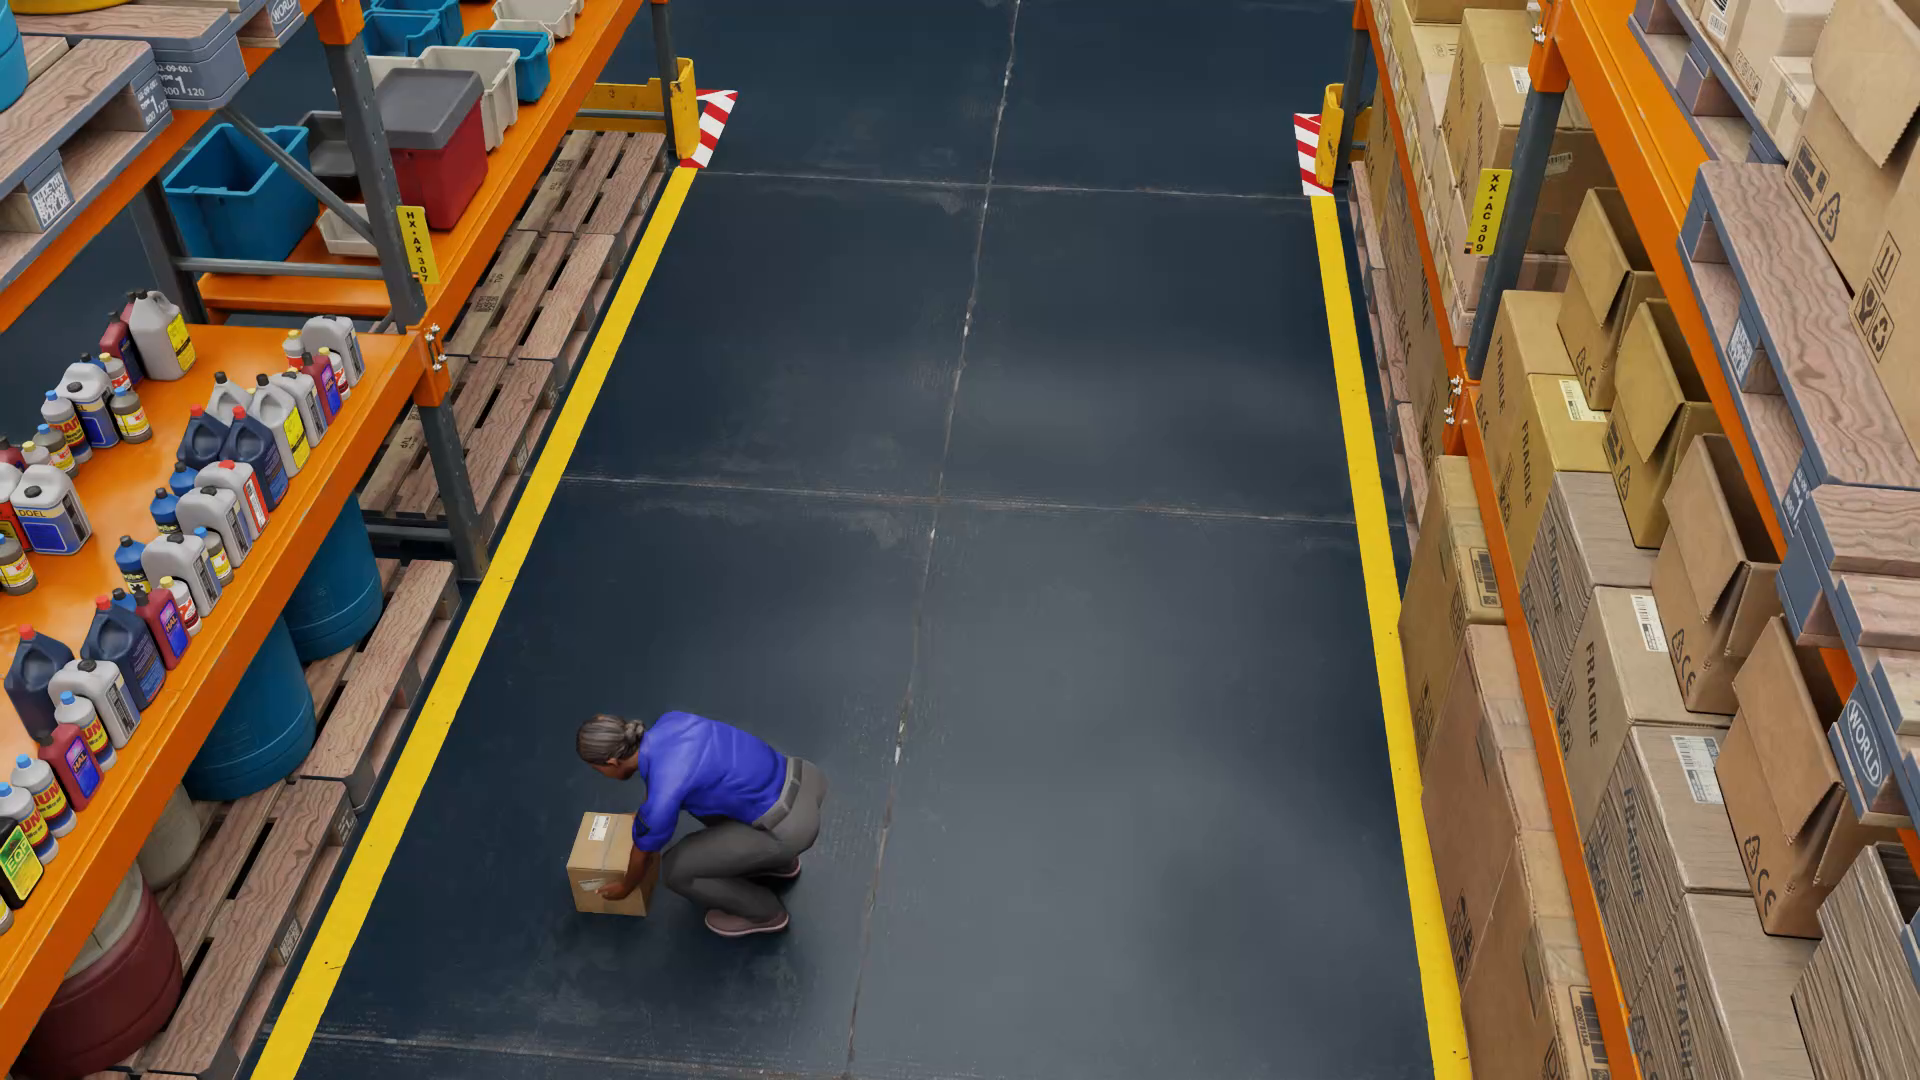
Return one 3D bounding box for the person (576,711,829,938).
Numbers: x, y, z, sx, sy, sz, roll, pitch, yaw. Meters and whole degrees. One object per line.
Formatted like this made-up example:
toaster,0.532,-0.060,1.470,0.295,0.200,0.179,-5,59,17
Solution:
person,-0.854,0.927,5.634,0.801,0.932,0.483,3,40,4
